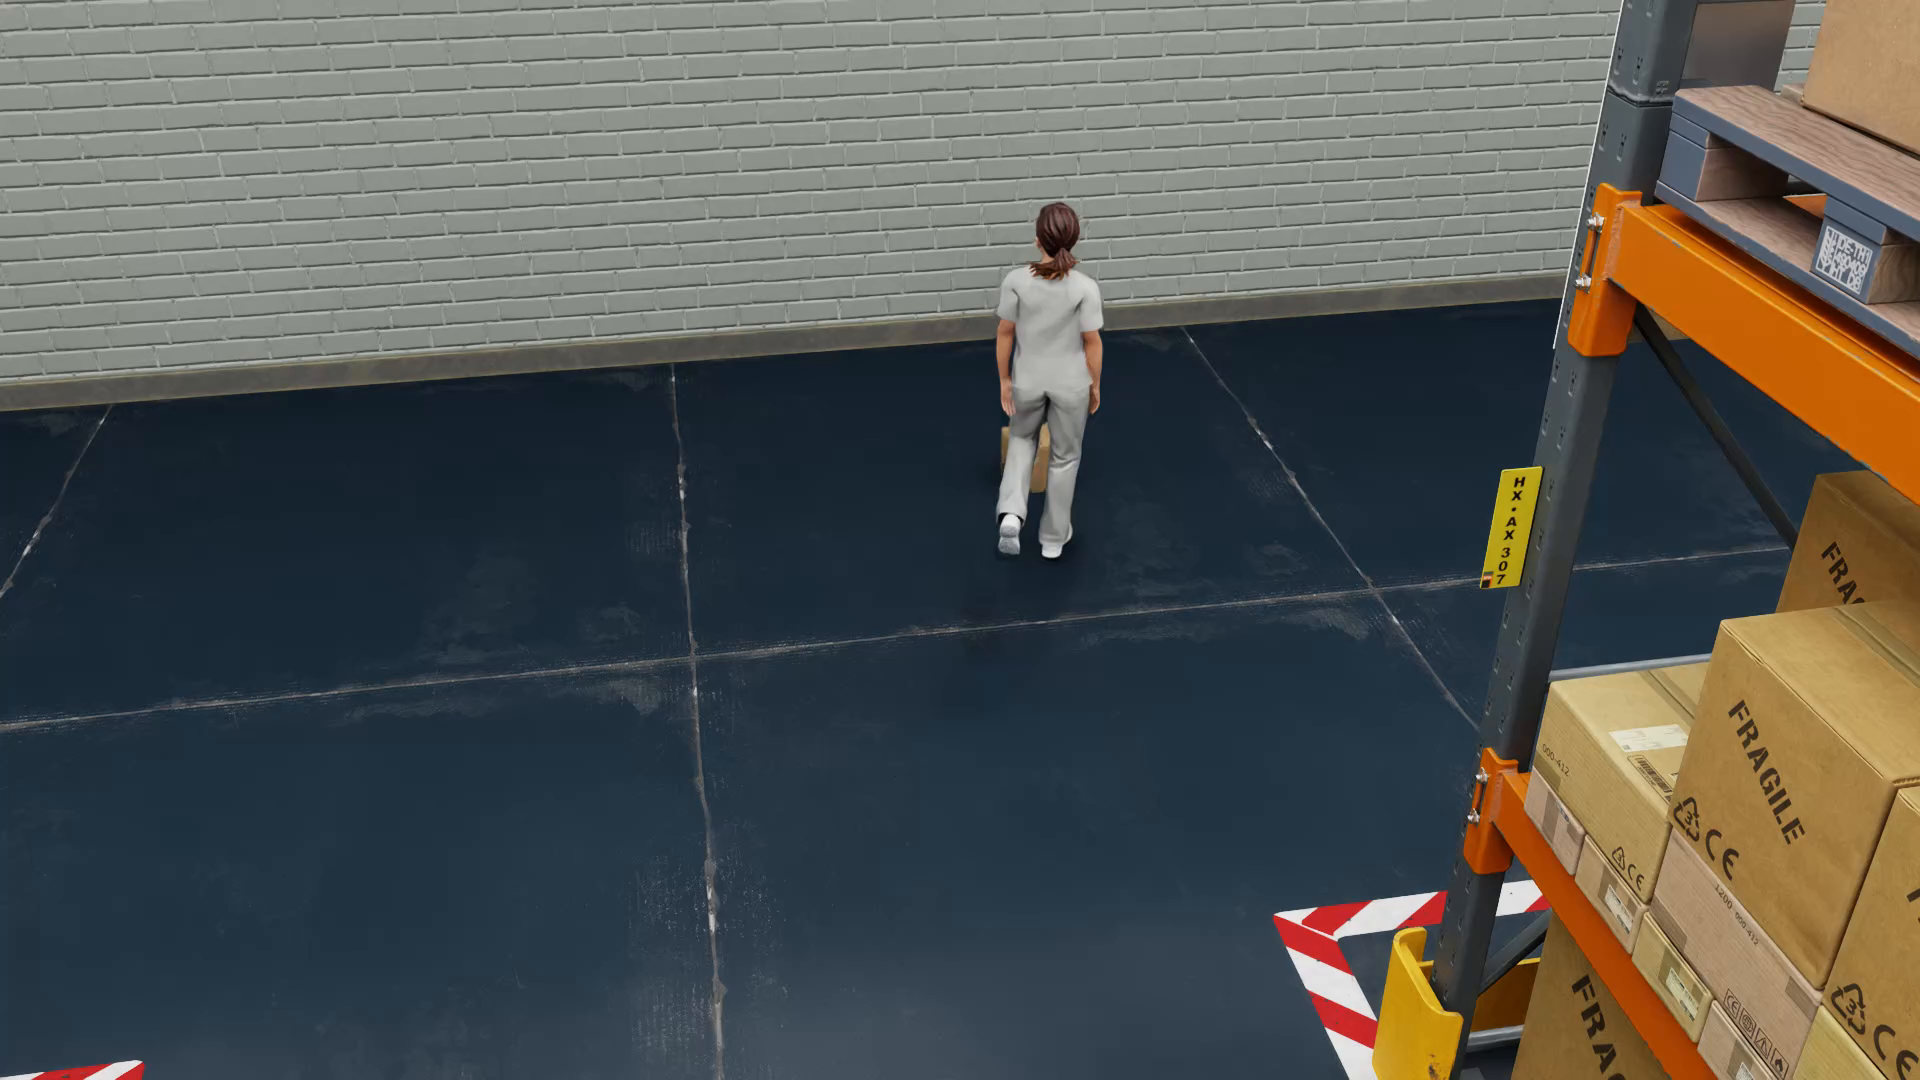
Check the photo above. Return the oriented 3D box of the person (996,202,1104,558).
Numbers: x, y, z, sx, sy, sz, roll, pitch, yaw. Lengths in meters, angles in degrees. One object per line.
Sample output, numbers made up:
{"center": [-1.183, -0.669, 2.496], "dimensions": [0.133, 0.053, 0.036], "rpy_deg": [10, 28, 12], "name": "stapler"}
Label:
{"center": [0.381, -0.651, 7.202], "dimensions": [0.456, 1.661, 0.527], "rpy_deg": [9, 32, 14], "name": "person"}
